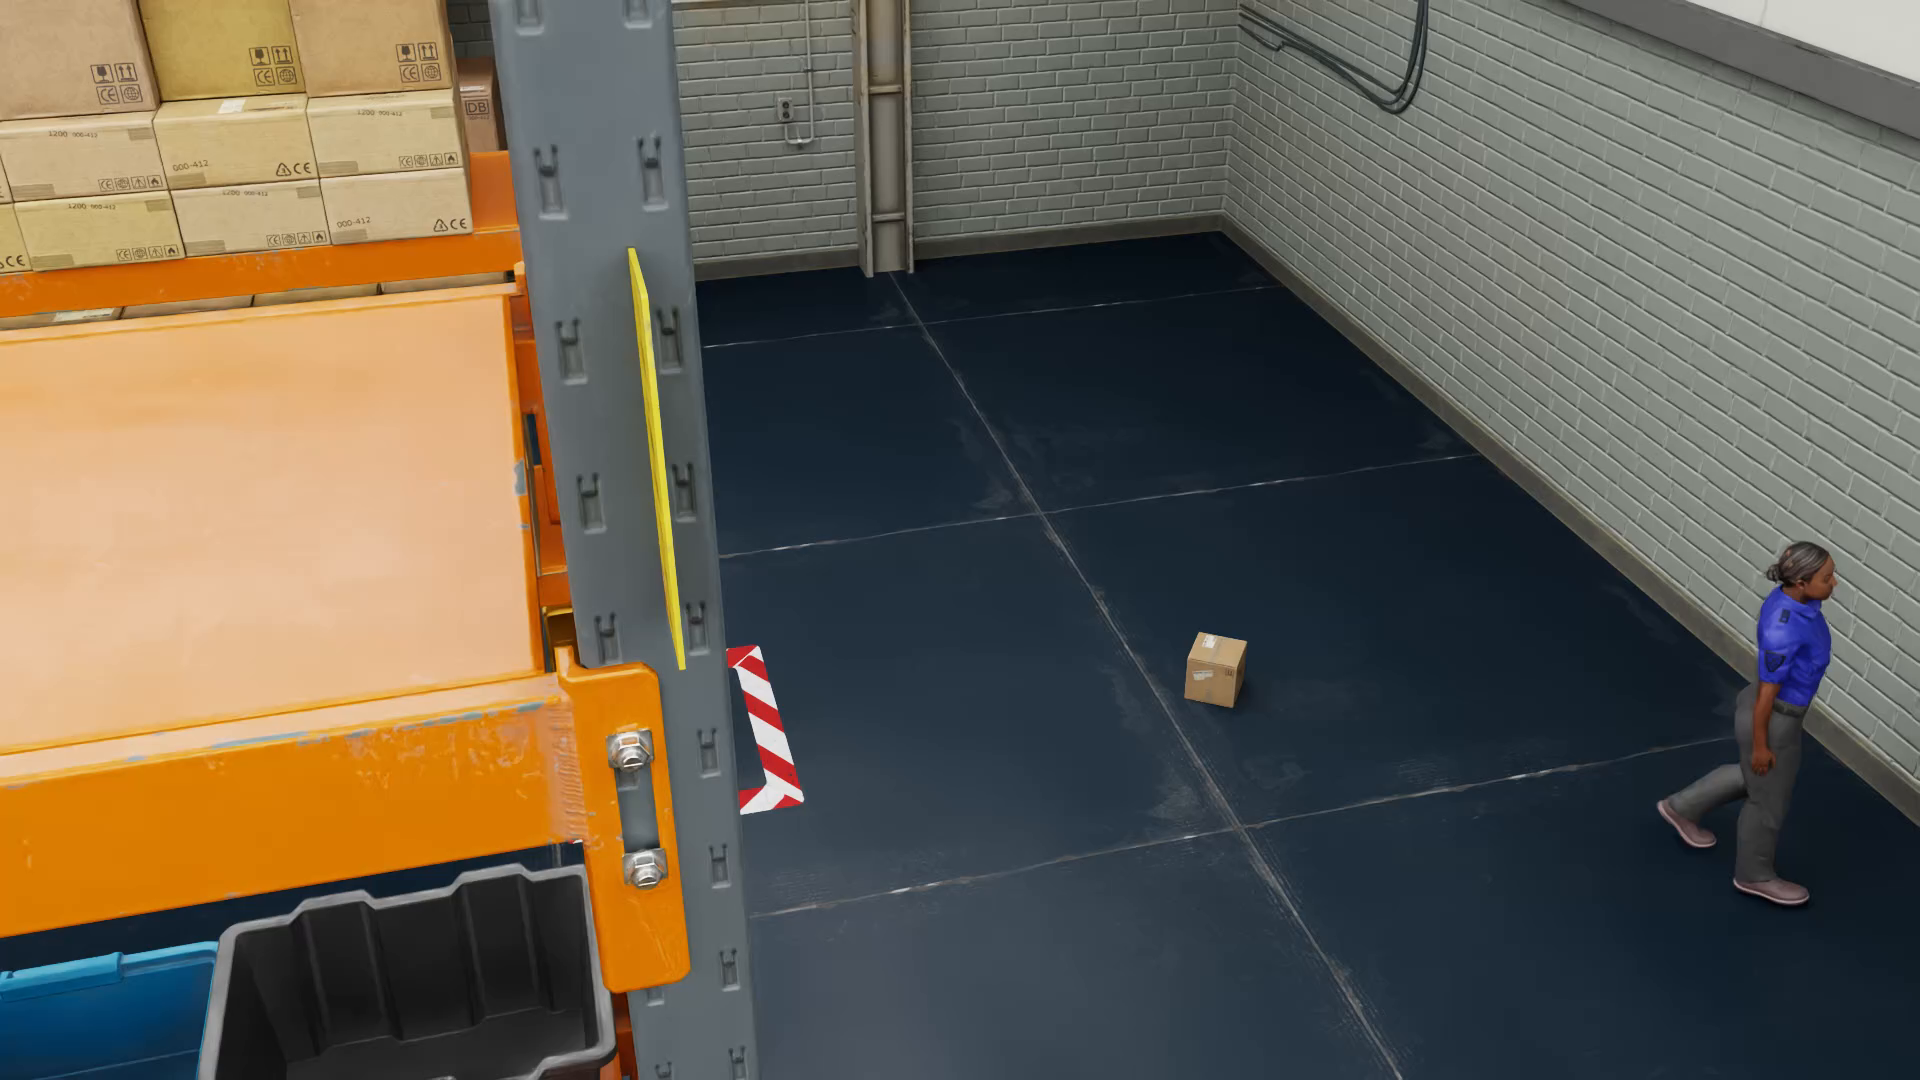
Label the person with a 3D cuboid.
[{"bbox_3d":[3.349,0.738,6.861,0.661,1.643,0.464,15,33,23],"label":"person"}]
